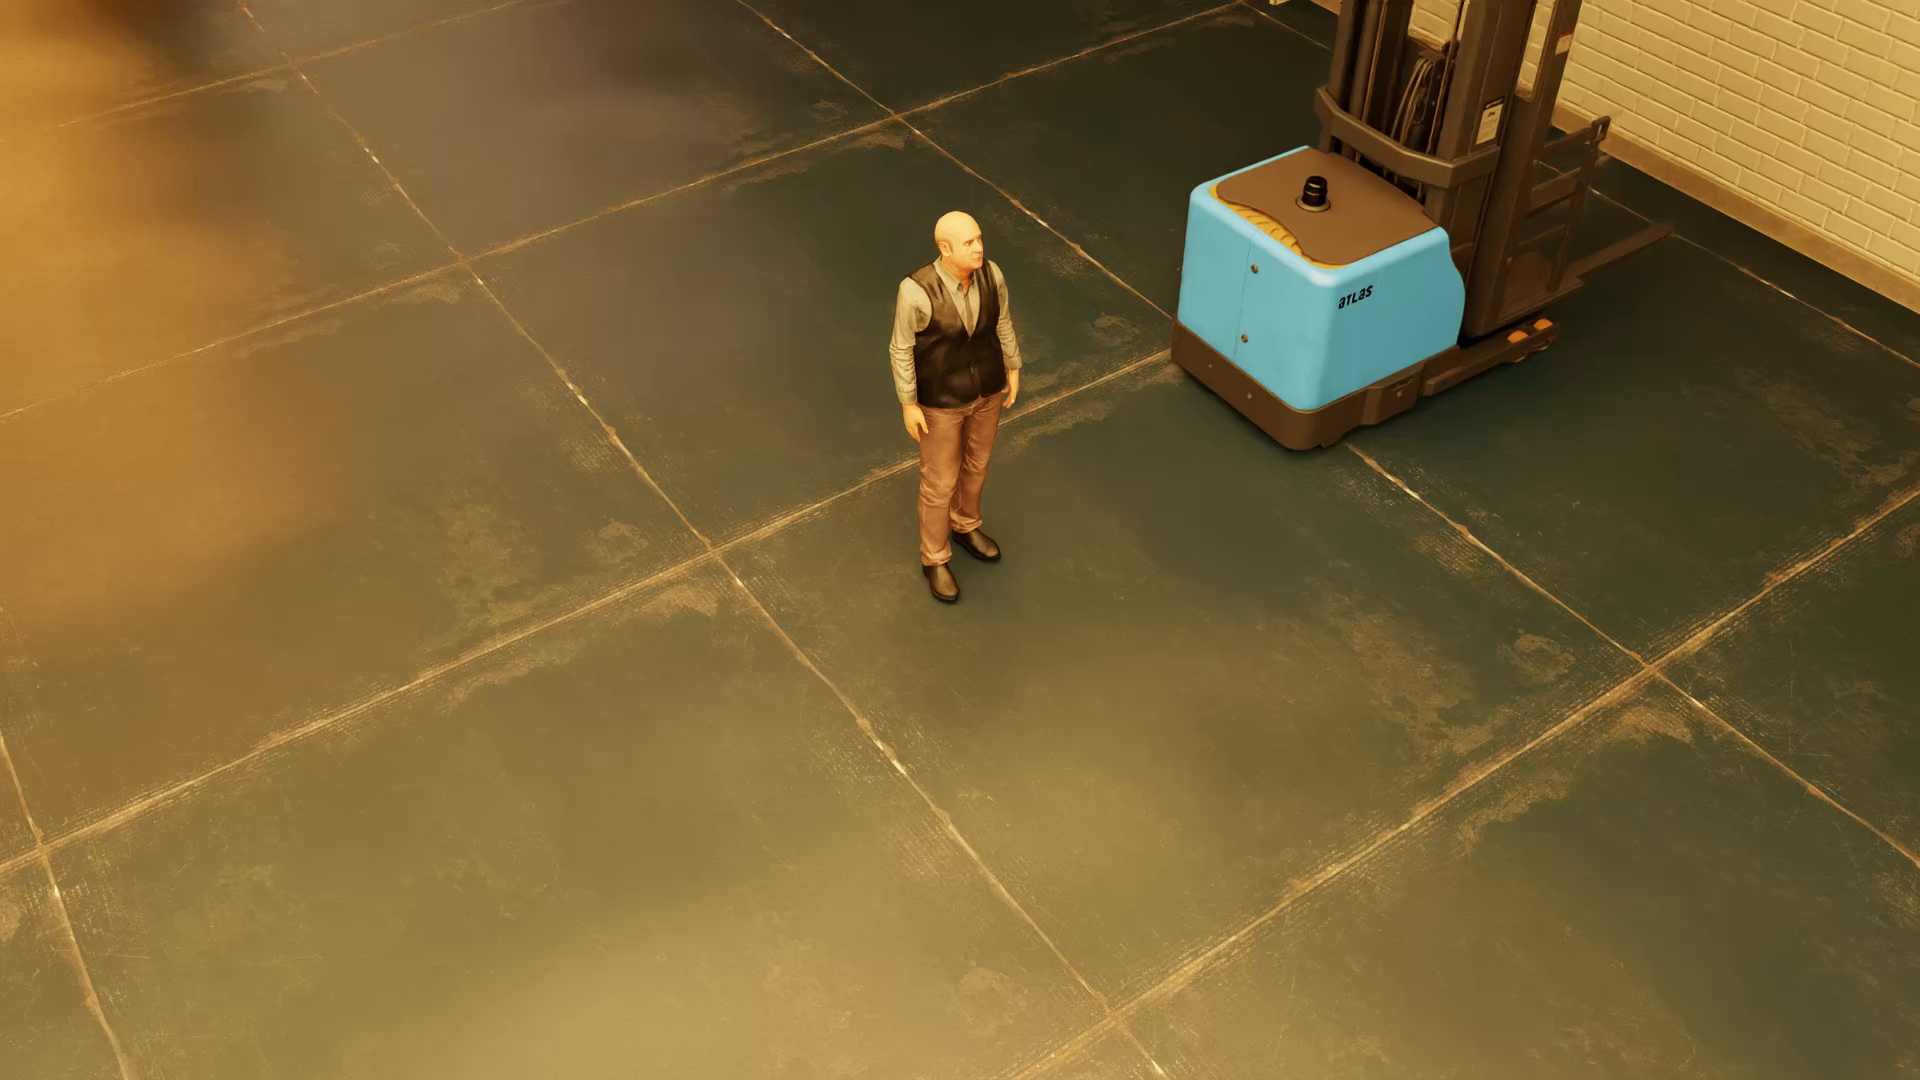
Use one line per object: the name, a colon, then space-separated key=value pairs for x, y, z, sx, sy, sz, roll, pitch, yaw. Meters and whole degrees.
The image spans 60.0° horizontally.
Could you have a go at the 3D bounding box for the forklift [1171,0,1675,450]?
forklift: x=2.630 y=-2.306 z=8.218 sx=3.031 sy=2.935 sz=1.130 roll=-24 pitch=48 yaw=-24

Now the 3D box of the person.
person: x=0.030 y=-0.600 z=7.249 sx=0.633 sy=1.722 sz=0.566 roll=-25 pitch=48 yaw=-25
